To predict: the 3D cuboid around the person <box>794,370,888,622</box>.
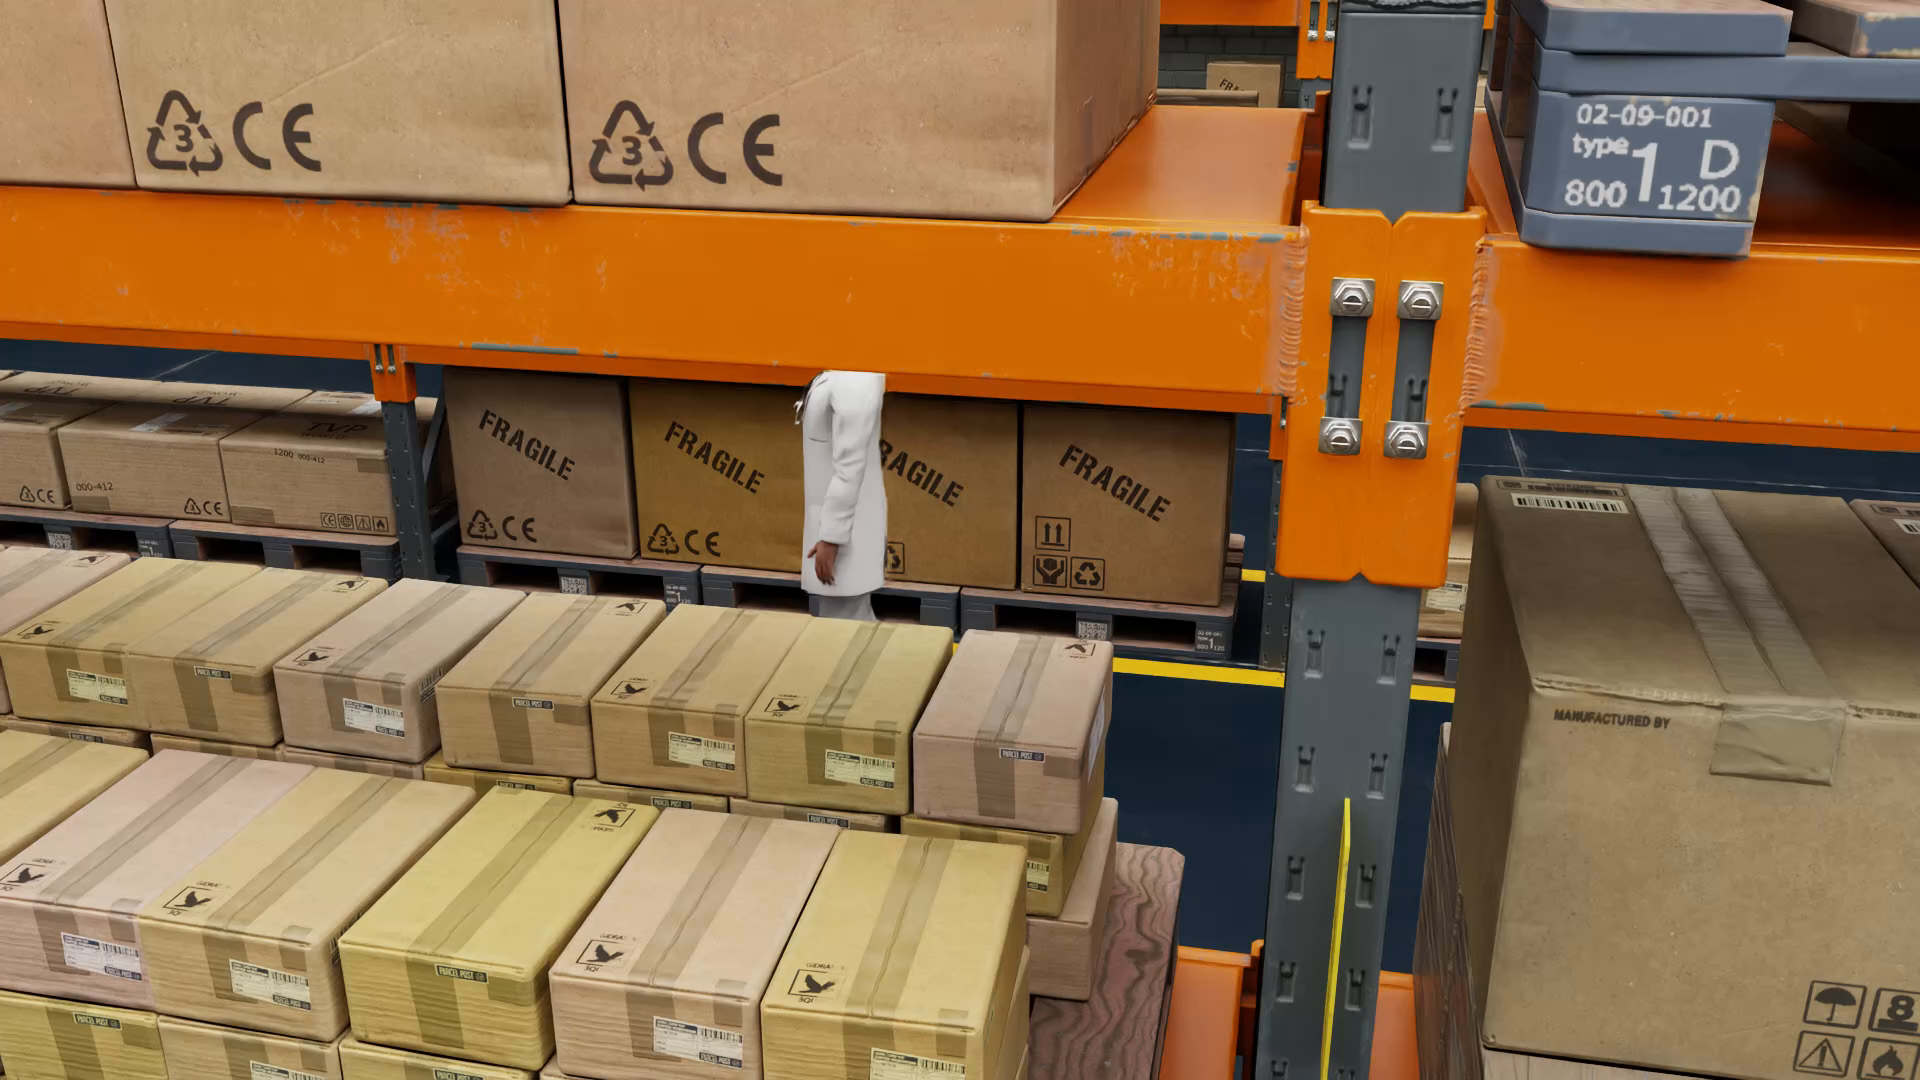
[{"bbox_3d":[-0.467,-0.068,6.230,0.390,1.787,0.603,0,21,-1],"label":"person"}]
